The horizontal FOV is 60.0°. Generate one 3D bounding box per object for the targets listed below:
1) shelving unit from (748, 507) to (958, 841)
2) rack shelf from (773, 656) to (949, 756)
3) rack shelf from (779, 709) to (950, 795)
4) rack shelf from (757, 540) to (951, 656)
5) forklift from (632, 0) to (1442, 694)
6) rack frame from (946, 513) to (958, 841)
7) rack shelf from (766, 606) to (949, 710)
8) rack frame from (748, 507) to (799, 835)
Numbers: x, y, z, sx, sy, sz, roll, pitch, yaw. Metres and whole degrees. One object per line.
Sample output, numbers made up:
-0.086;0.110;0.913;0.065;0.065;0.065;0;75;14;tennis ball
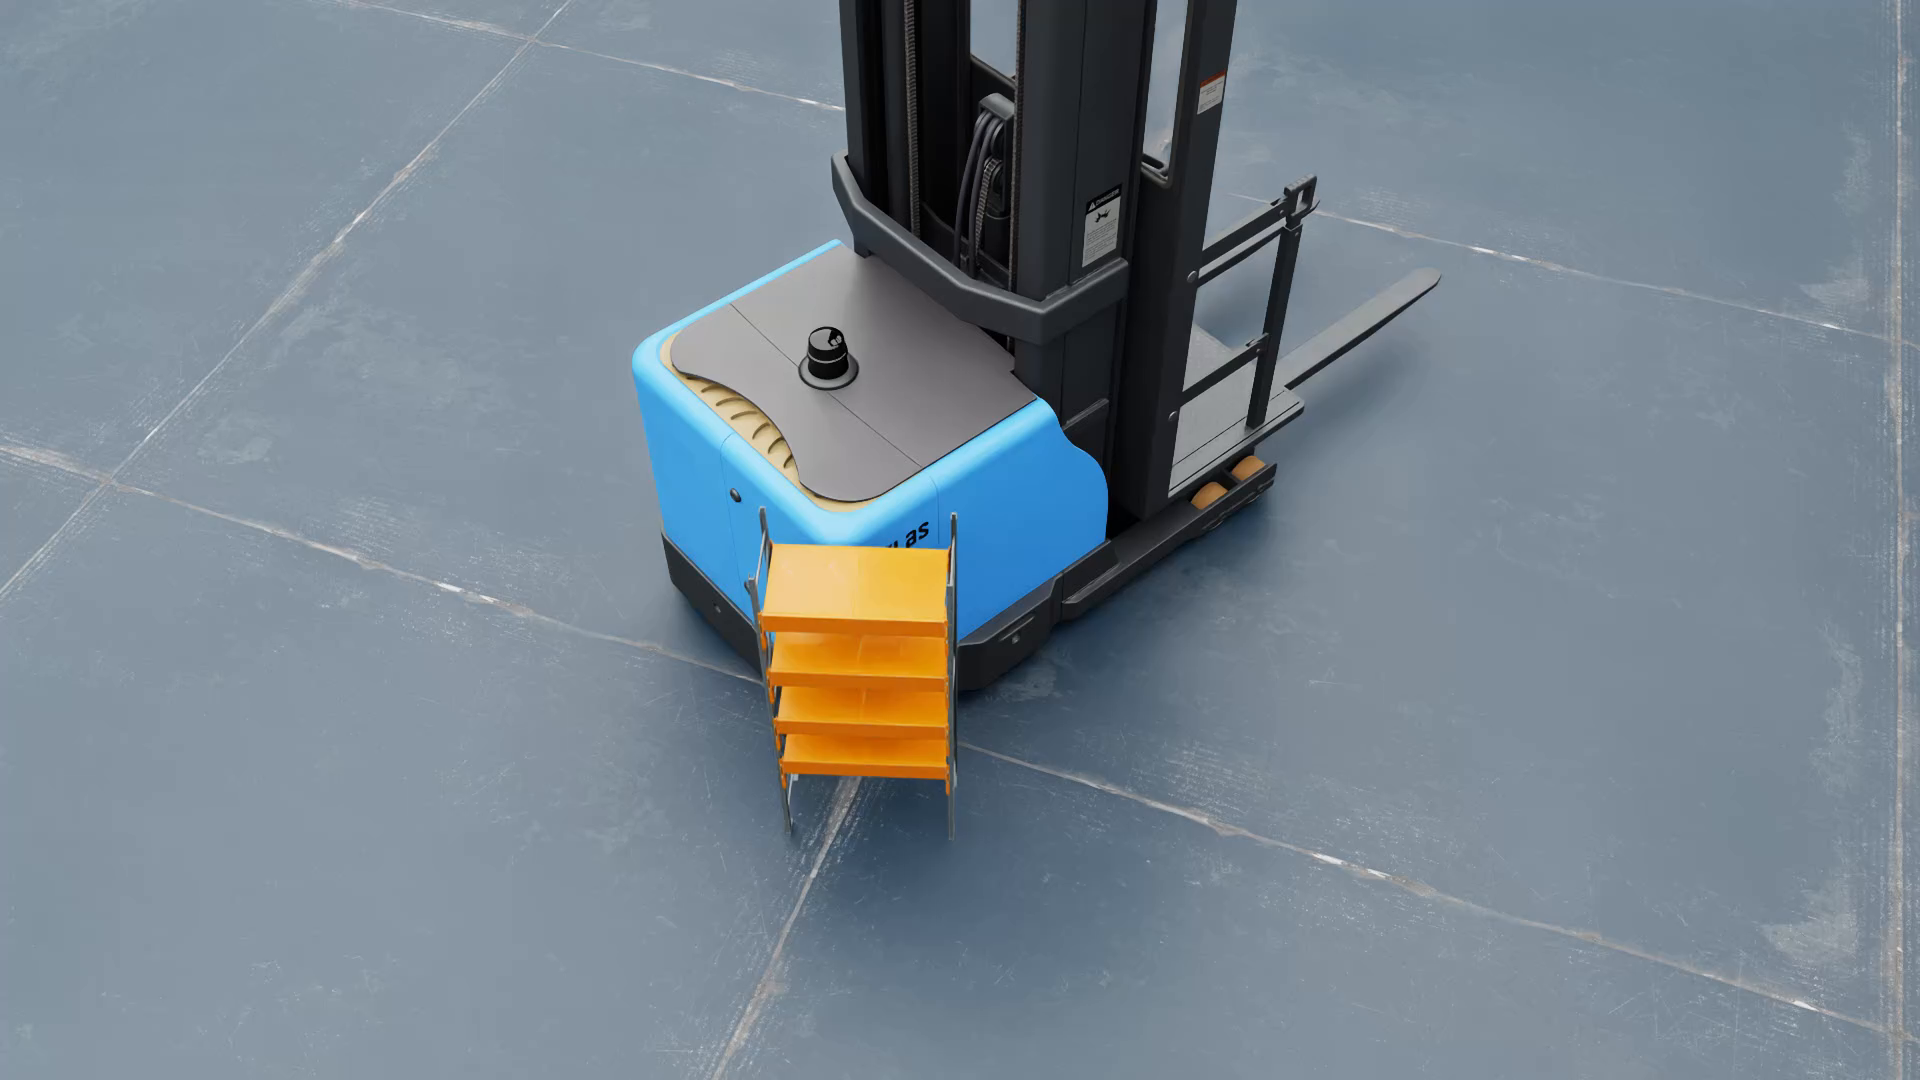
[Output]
-0.264;0.407;4.603;0.503;1.200;0.258;2;49;2;shelving unit
-0.264;0.451;4.654;0.480;0.148;0.258;2;49;2;rack shelf
-0.264;0.581;4.804;0.480;0.148;0.258;2;49;2;rack shelf
-0.264;0.149;4.306;0.480;0.148;0.258;2;49;2;rack shelf
0.474;-1.269;4.910;3.031;2.935;1.130;-33;57;-25;forklift
-0.020;0.415;4.596;0.015;1.200;0.240;2;49;2;rack frame
-0.264;0.305;4.485;0.480;0.148;0.258;2;49;2;rack shelf
-0.508;0.399;4.610;0.015;1.200;0.240;2;49;2;rack frame
